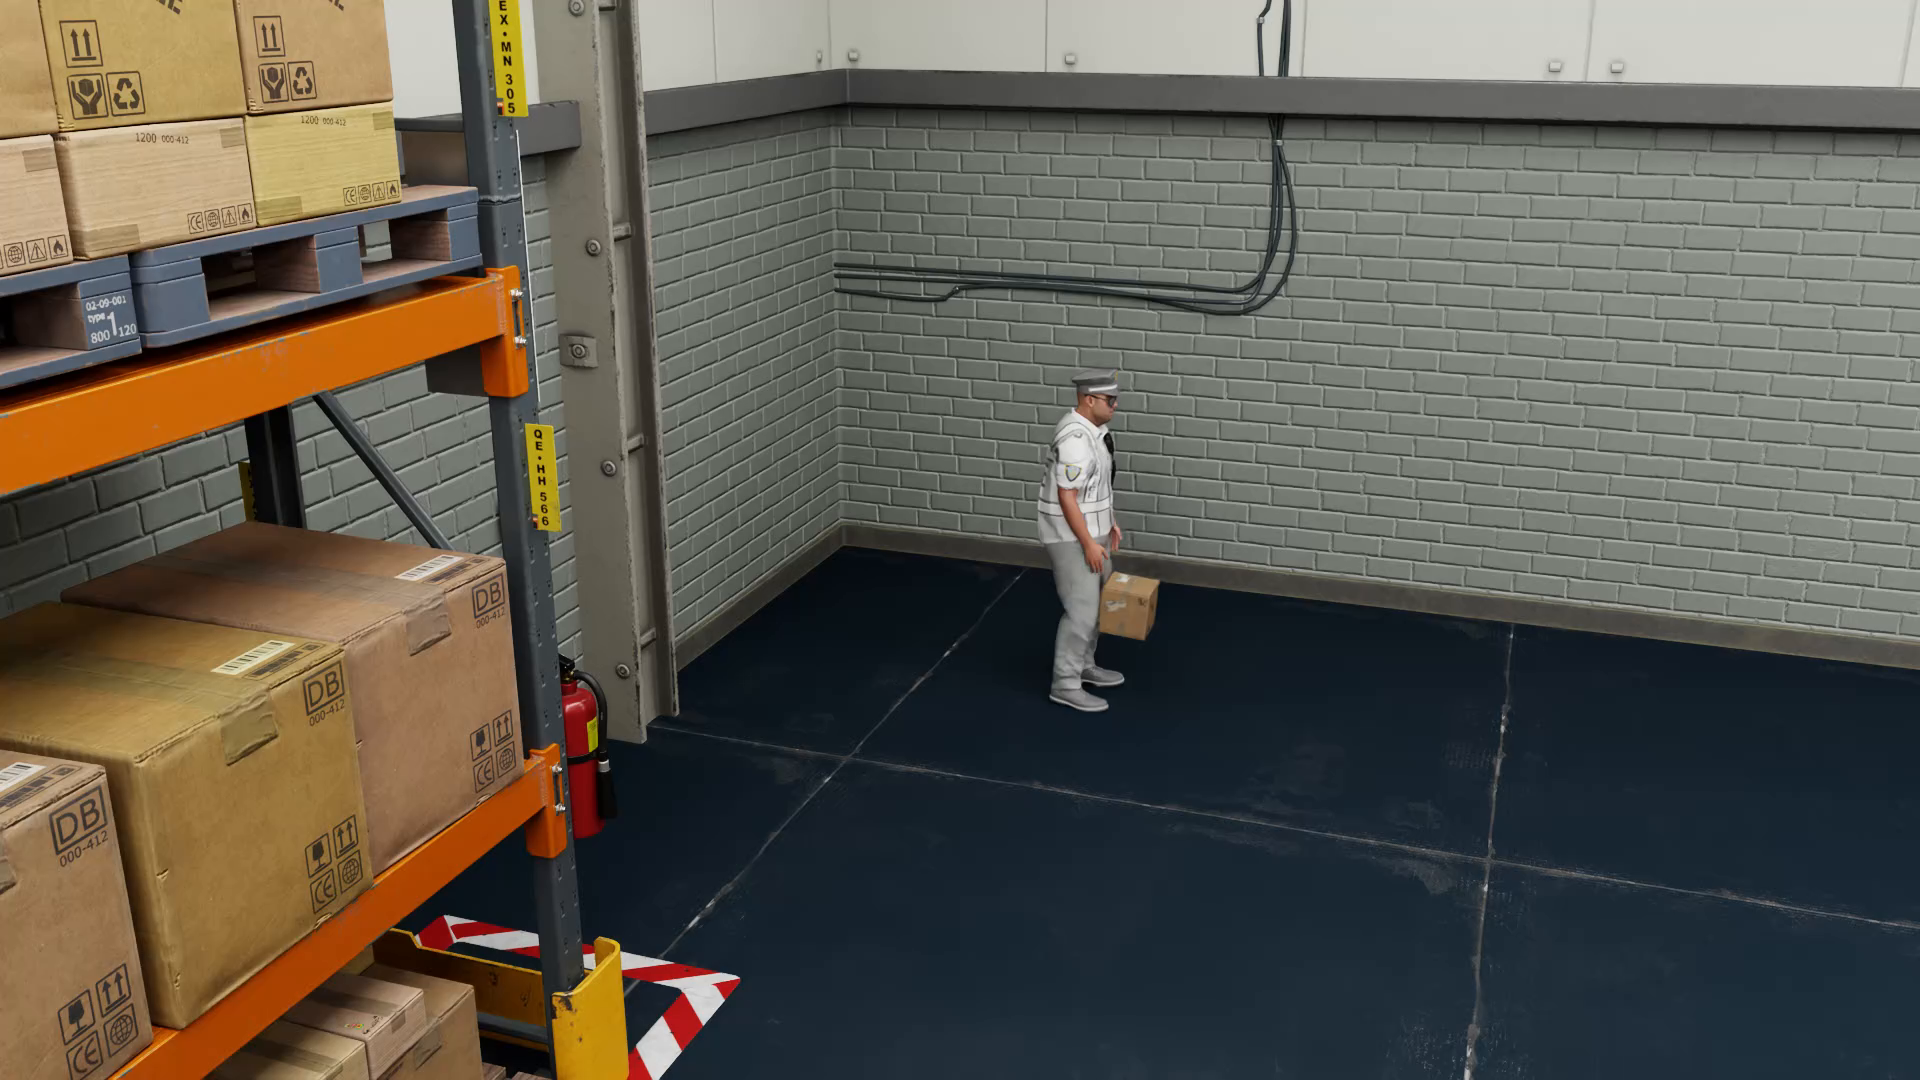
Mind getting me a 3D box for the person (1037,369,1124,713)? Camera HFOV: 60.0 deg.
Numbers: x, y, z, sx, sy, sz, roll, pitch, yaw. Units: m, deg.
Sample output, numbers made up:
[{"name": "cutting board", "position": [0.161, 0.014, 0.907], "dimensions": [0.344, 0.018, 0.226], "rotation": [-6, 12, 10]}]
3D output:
[{"name": "person", "position": [0.632, -0.027, 8.622], "dimensions": [0.437, 1.751, 0.560], "rotation": [6, 19, 17]}]
